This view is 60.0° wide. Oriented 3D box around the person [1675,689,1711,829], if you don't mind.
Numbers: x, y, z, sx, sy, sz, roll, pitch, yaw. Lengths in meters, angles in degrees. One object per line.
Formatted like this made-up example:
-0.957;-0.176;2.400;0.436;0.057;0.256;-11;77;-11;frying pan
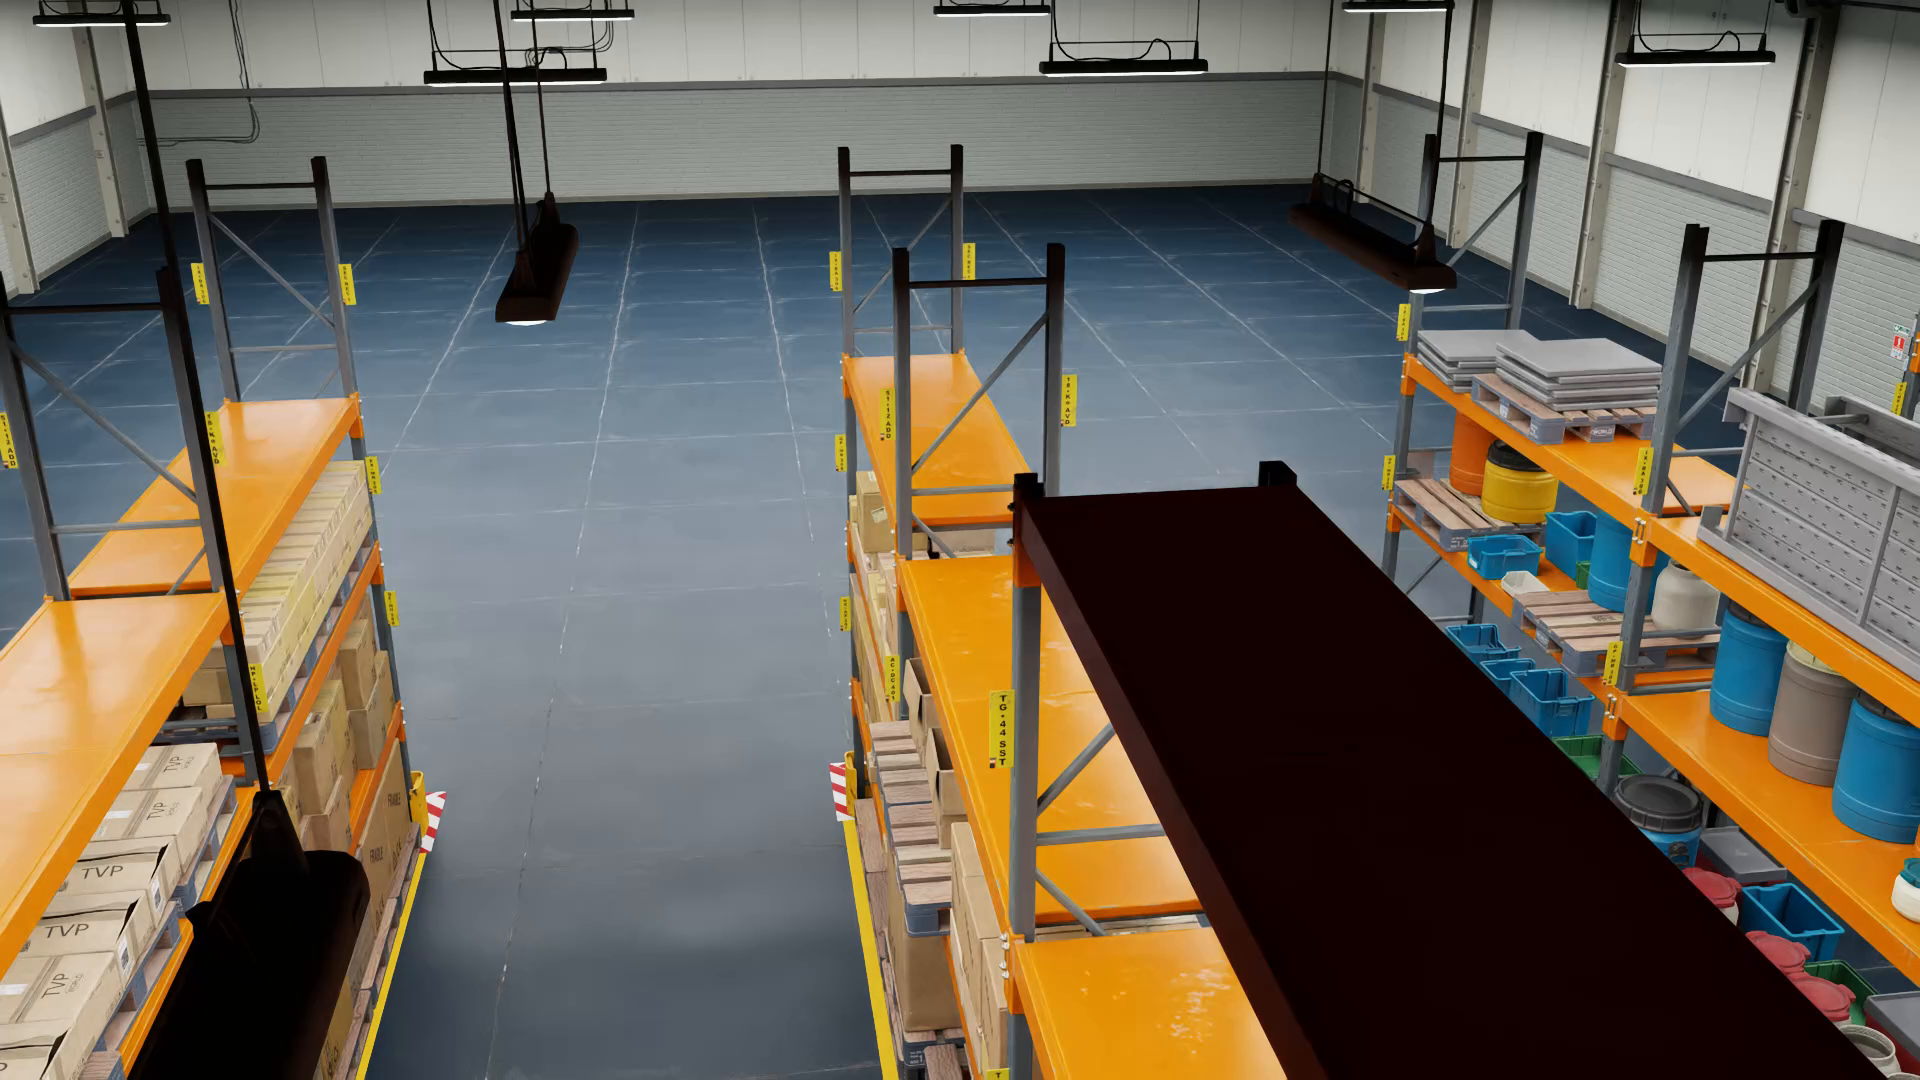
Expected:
6.294;2.011;14.323;0.453;1.617;0.981;-8;23;-20;person
